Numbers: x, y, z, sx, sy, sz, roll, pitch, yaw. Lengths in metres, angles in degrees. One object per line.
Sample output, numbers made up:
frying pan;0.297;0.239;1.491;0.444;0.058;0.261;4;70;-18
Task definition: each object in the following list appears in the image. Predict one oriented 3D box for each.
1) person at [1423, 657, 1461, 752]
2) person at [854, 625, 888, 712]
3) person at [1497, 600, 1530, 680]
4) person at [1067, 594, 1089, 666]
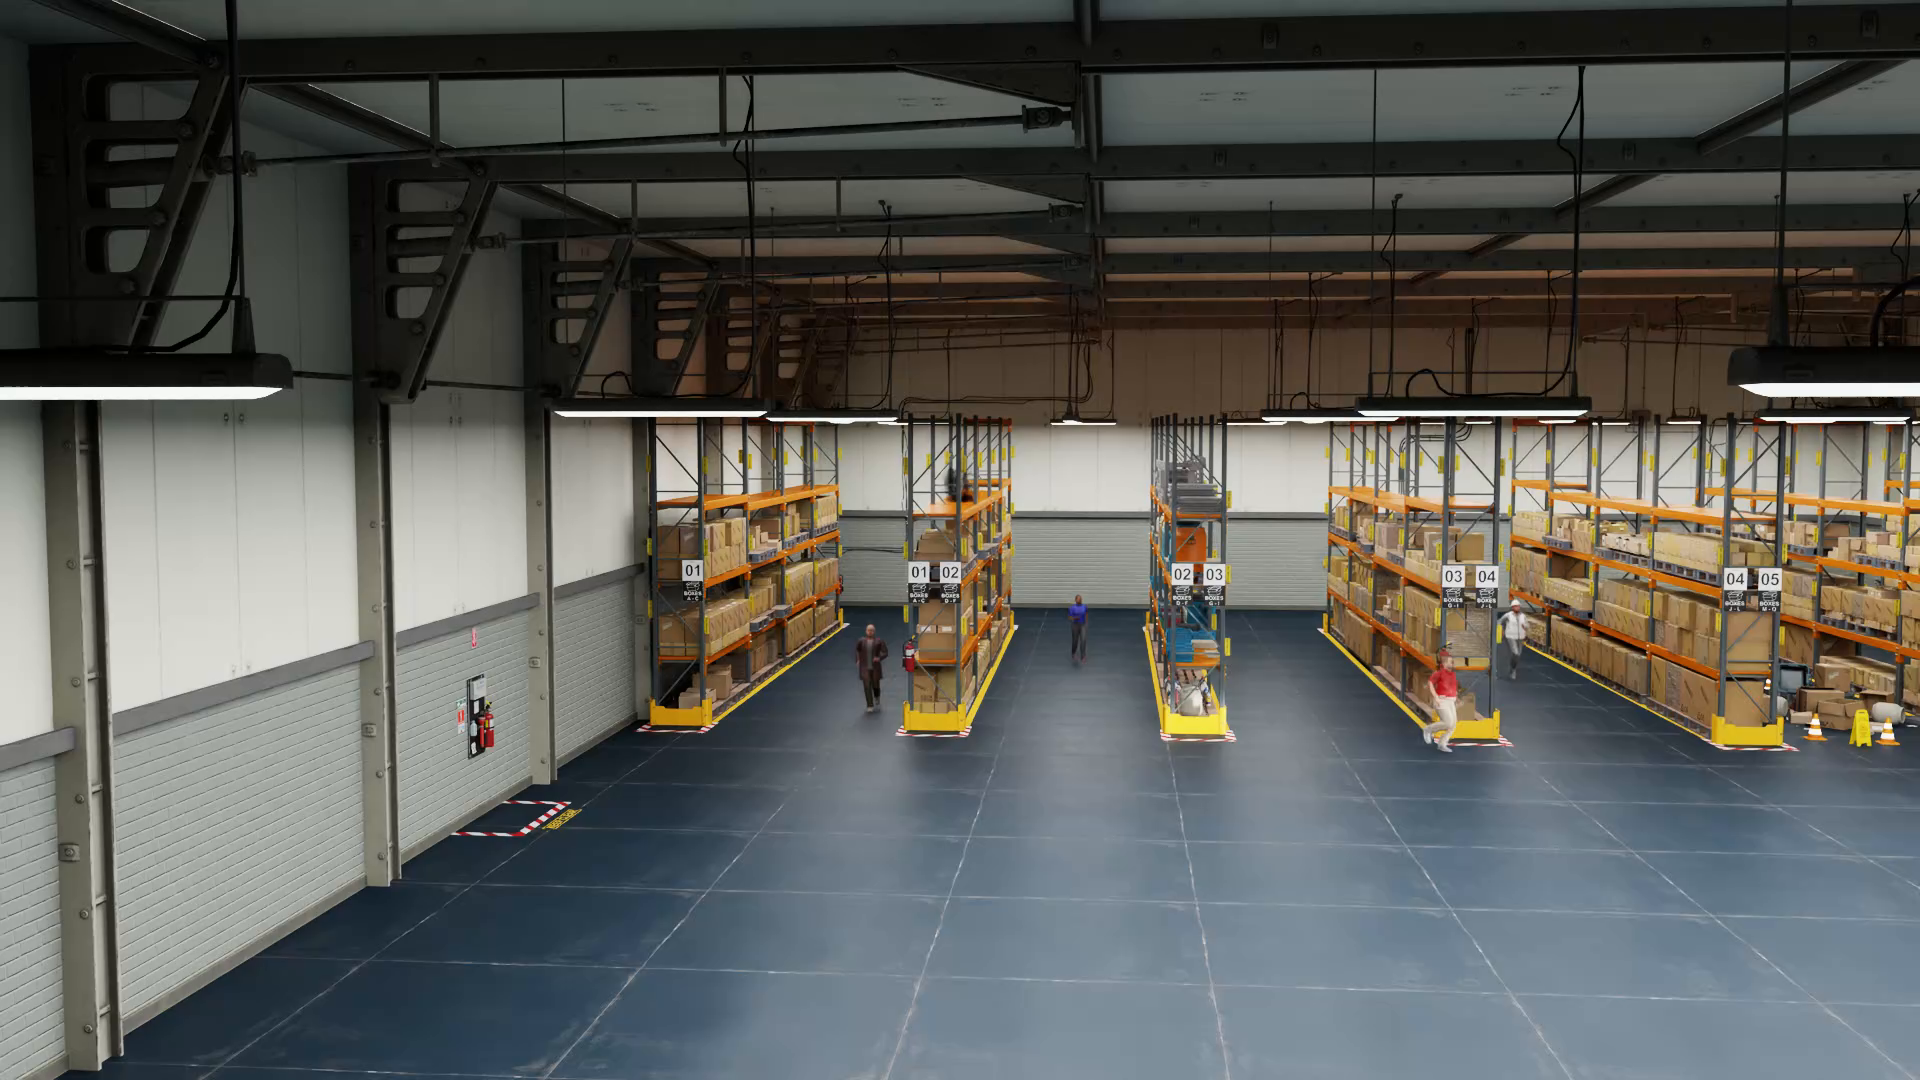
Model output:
person;8.648;2.904;29.620;0.698;1.651;0.584;-3;5;-40
person;-1.803;2.583;33.644;0.709;1.742;0.799;0;4;4
person;12.708;2.281;38.078;0.624;1.831;0.752;-1;4;-9
person;2.881;2.160;40.413;0.574;1.680;0.883;0;4;-7
